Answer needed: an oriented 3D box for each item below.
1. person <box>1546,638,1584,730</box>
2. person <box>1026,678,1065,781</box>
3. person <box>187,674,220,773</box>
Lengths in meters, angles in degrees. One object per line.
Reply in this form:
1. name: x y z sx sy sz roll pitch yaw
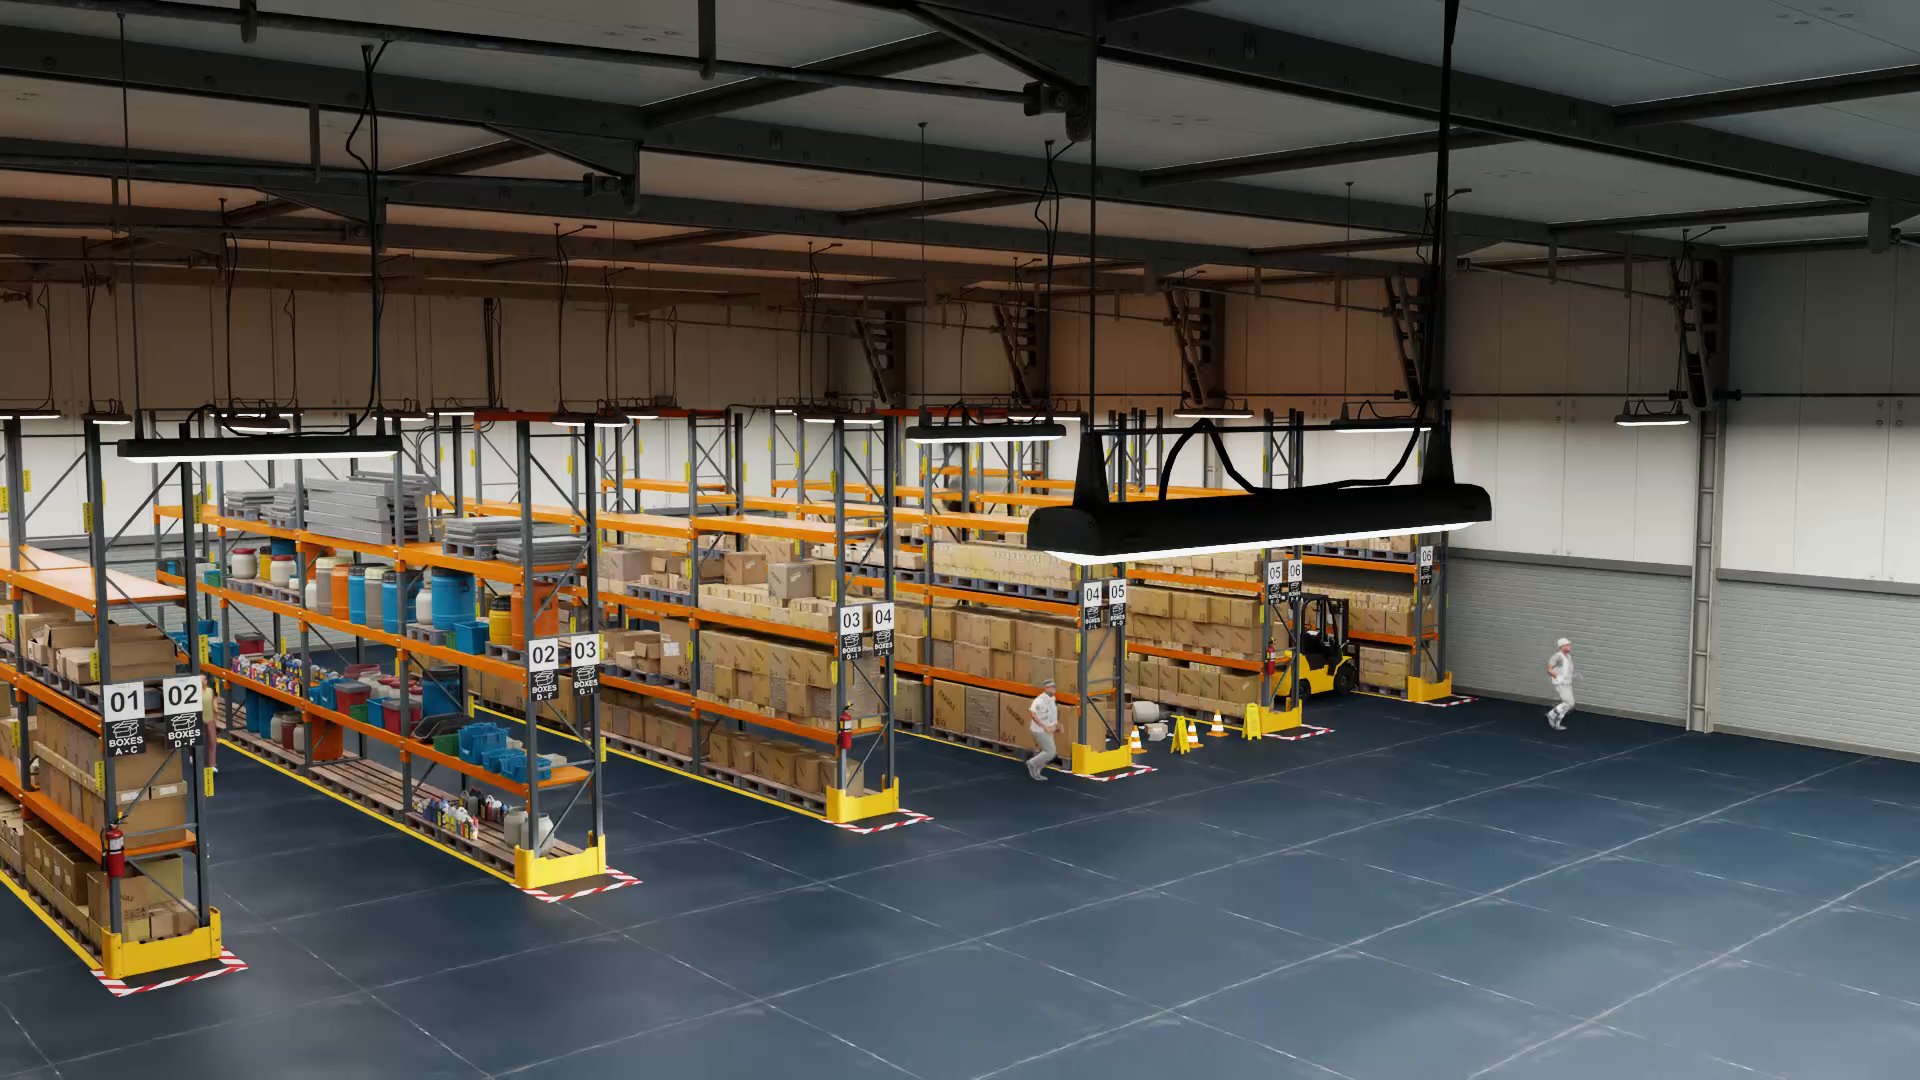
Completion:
1. person: 11.359 2.712 31.229 0.575 1.743 0.633 4 7 41
2. person: 1.379 3.093 27.158 0.574 1.718 0.635 2 6 25
3. person: -12.699 3.052 27.898 0.898 1.643 0.587 5 7 44
